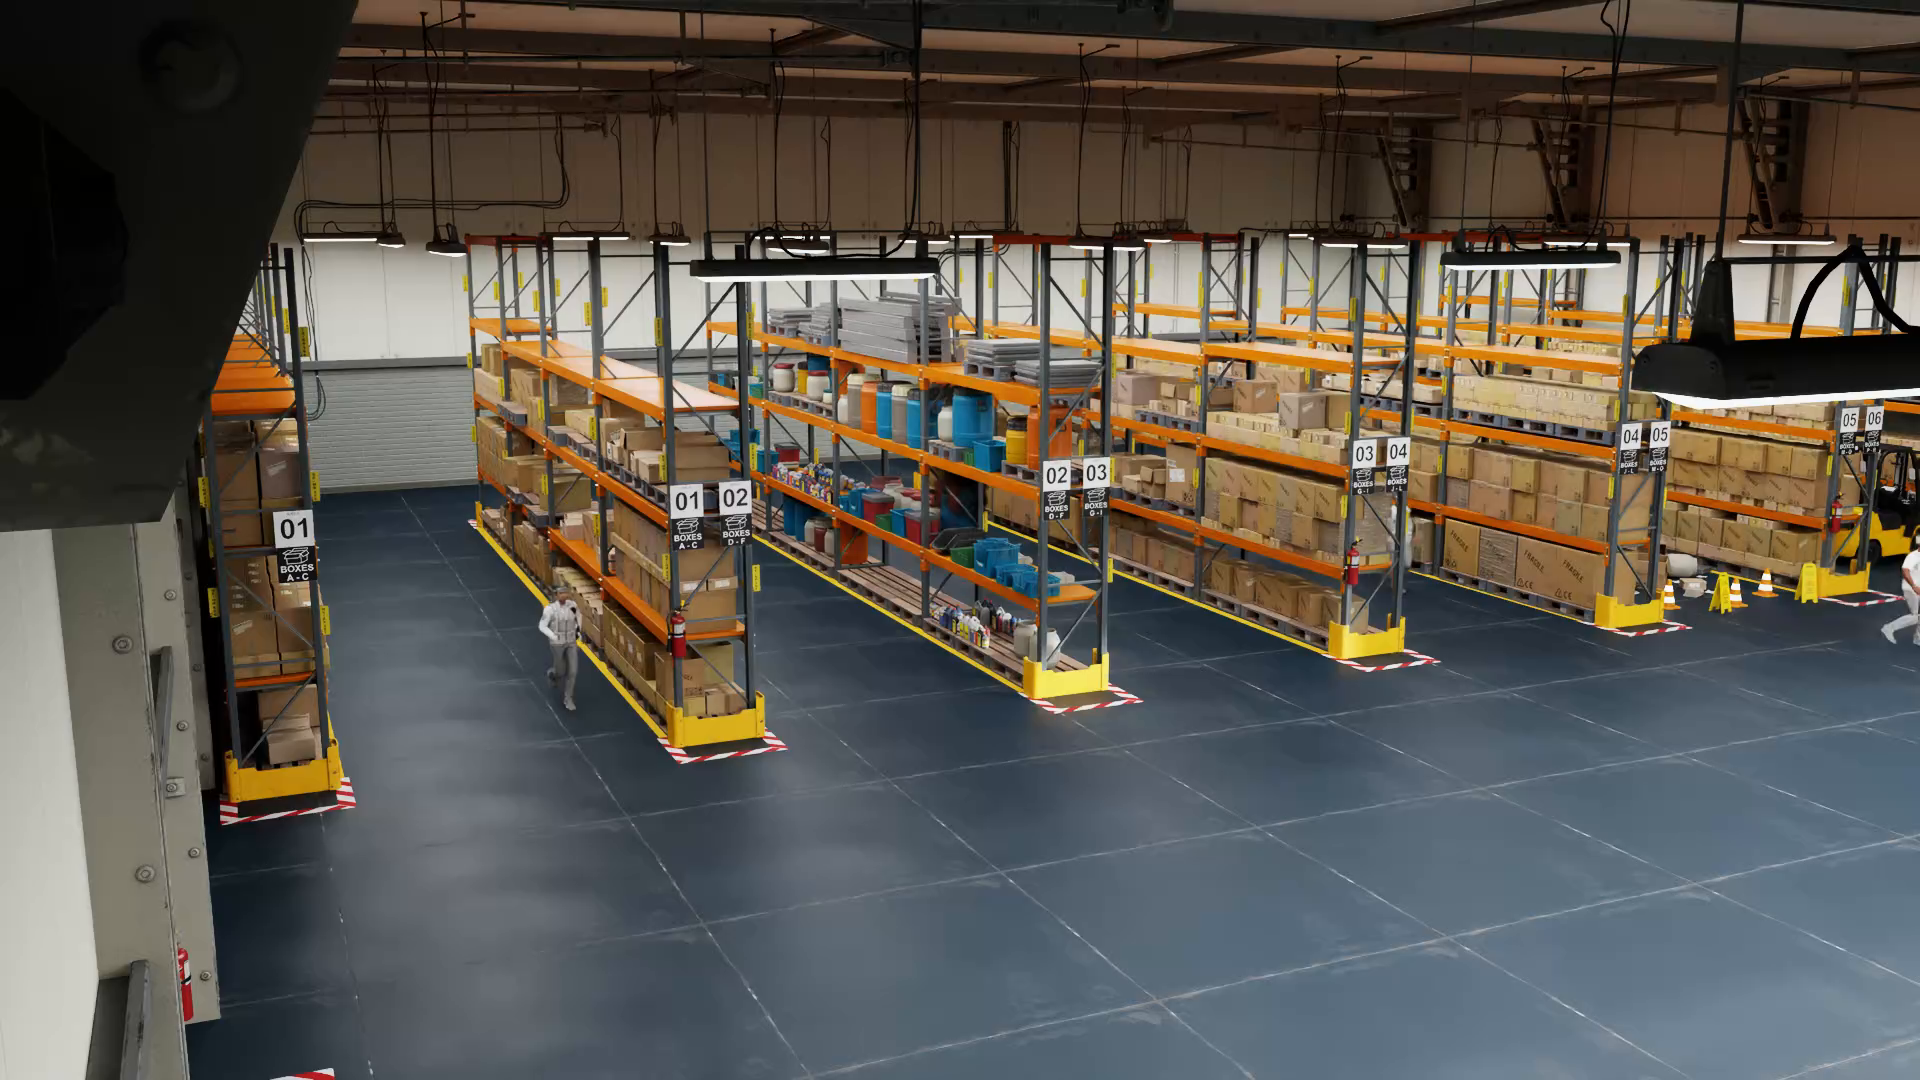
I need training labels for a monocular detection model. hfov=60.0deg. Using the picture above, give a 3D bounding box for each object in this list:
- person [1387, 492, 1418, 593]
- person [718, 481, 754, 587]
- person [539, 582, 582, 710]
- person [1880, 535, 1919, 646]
[{"bbox_3d":[7.527,0.002,28.614,0.663,1.749,0.587,-4,12,-22],"label":"person"},{"bbox_3d":[-3.738,-0.106,27.679,0.725,1.798,0.780,-8,14,-37],"label":"person"},{"bbox_3d":[-5.230,1.355,21.885,0.627,1.696,0.762,-7,13,-31],"label":"person"},{"bbox_3d":[14.219,0.766,24.786,0.663,1.760,0.887,9,14,39],"label":"person"}]
